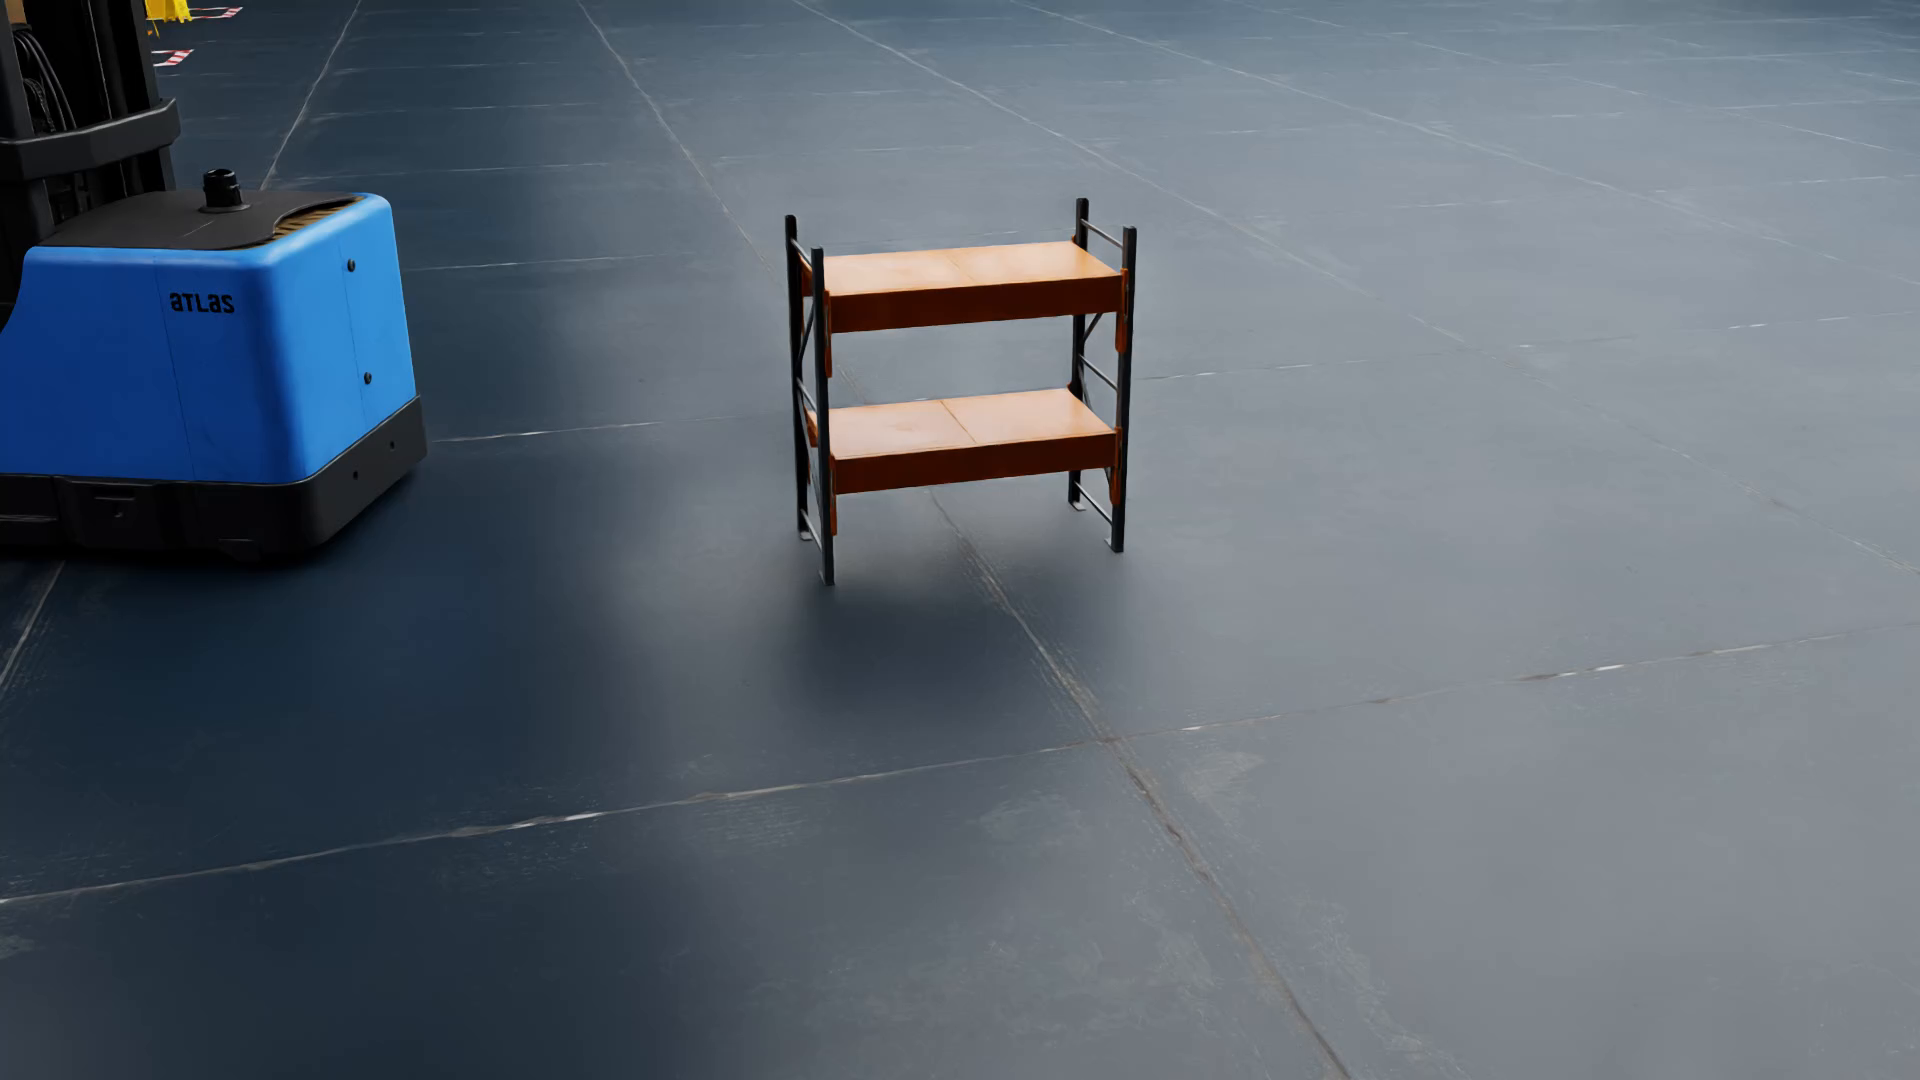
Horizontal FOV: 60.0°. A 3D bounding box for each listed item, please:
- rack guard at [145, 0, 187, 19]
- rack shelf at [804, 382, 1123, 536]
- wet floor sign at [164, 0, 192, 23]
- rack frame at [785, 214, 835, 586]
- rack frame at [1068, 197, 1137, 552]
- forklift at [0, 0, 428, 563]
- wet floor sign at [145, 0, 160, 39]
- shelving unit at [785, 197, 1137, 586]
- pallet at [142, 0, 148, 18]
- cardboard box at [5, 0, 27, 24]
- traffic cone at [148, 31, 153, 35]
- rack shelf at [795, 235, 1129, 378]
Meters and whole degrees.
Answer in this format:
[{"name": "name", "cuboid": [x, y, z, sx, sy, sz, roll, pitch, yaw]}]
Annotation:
[{"name": "rack guard", "cuboid": [-10.568, -7.251, 22.098, 0.348, 0.500, 1.175, -6, 24, -14]}, {"name": "rack shelf", "cuboid": [-0.007, -0.292, 5.706, 1.000, 0.278, 0.538, -6, 24, -14]}, {"name": "wet floor sign", "cuboid": [-10.023, -6.940, 21.189, 0.232, 0.644, 0.267, 2, 23, 4]}, {"name": "rack frame", "cuboid": [-0.496, -0.462, 5.484, 0.032, 1.125, 0.500, -6, 24, -14]}, {"name": "rack frame", "cuboid": [0.483, -0.570, 5.736, 0.032, 1.125, 0.500, -6, 24, -14]}, {"name": "forklift", "cuboid": [-3.608, -1.506, 5.627, 3.031, 2.935, 1.130, 3, 23, 6]}, {"name": "wet floor sign", "cuboid": [-9.568, -6.212, 19.493, 0.232, 0.644, 0.267, -11, 25, -23]}, {"name": "shelving unit", "cuboid": [-0.007, -0.516, 5.610, 1.048, 1.125, 0.538, -6, 24, -14]}, {"name": "pallet", "cuboid": [-11.360, -7.045, 21.985, 1.213, 0.211, 1.003, -6, 24, -14]}, {"name": "cardboard box", "cuboid": [-9.696, -5.659, 17.379, 0.875, 0.875, 0.875, -6, 24, -14]}, {"name": "traffic cone", "cuboid": [-9.934, -6.321, 19.979, 0.334, 0.463, 0.336, -6, 24, -14]}, {"name": "rack shelf", "cuboid": [-0.007, -0.785, 5.495, 1.000, 0.278, 0.538, -6, 24, -14]}]
